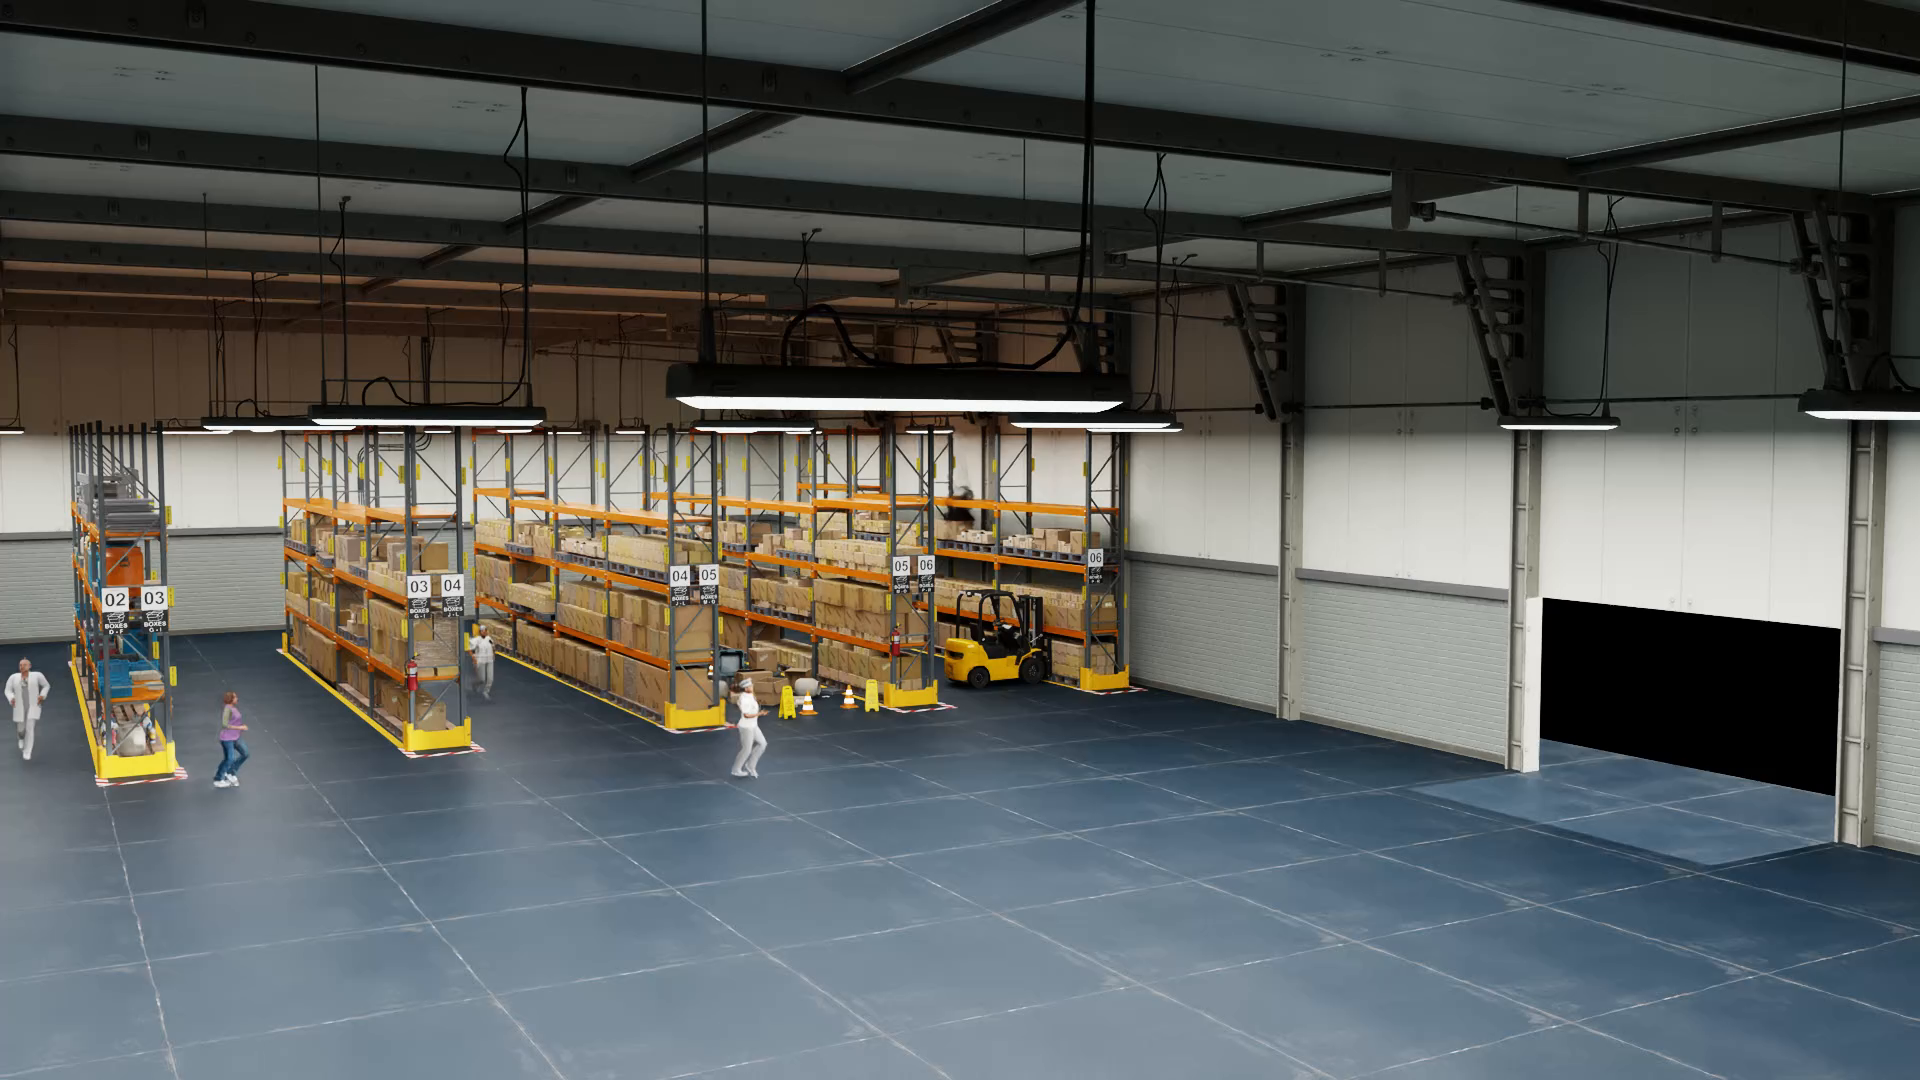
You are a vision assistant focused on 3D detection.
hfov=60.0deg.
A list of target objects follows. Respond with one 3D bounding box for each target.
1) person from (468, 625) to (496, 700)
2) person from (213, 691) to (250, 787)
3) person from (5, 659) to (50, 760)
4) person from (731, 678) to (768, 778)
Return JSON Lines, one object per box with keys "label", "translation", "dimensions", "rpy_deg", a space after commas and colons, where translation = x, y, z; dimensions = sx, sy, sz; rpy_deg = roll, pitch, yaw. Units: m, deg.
{"label": "person", "translation": [-10.437, 2.677, 36.391], "dimensions": [0.614, 1.631, 0.575], "rpy_deg": [-3, 5, -38]}
{"label": "person", "translation": [-11.876, 3.252, 27.120], "dimensions": [0.638, 1.582, 0.531], "rpy_deg": [0, 4, -2]}
{"label": "person", "translation": [-16.729, 3.013, 29.838], "dimensions": [0.718, 1.767, 0.776], "rpy_deg": [-1, 4, -21]}
{"label": "person", "translation": [-3.516, 3.159, 27.915], "dimensions": [0.664, 1.722, 0.554], "rpy_deg": [0, 4, 5]}
